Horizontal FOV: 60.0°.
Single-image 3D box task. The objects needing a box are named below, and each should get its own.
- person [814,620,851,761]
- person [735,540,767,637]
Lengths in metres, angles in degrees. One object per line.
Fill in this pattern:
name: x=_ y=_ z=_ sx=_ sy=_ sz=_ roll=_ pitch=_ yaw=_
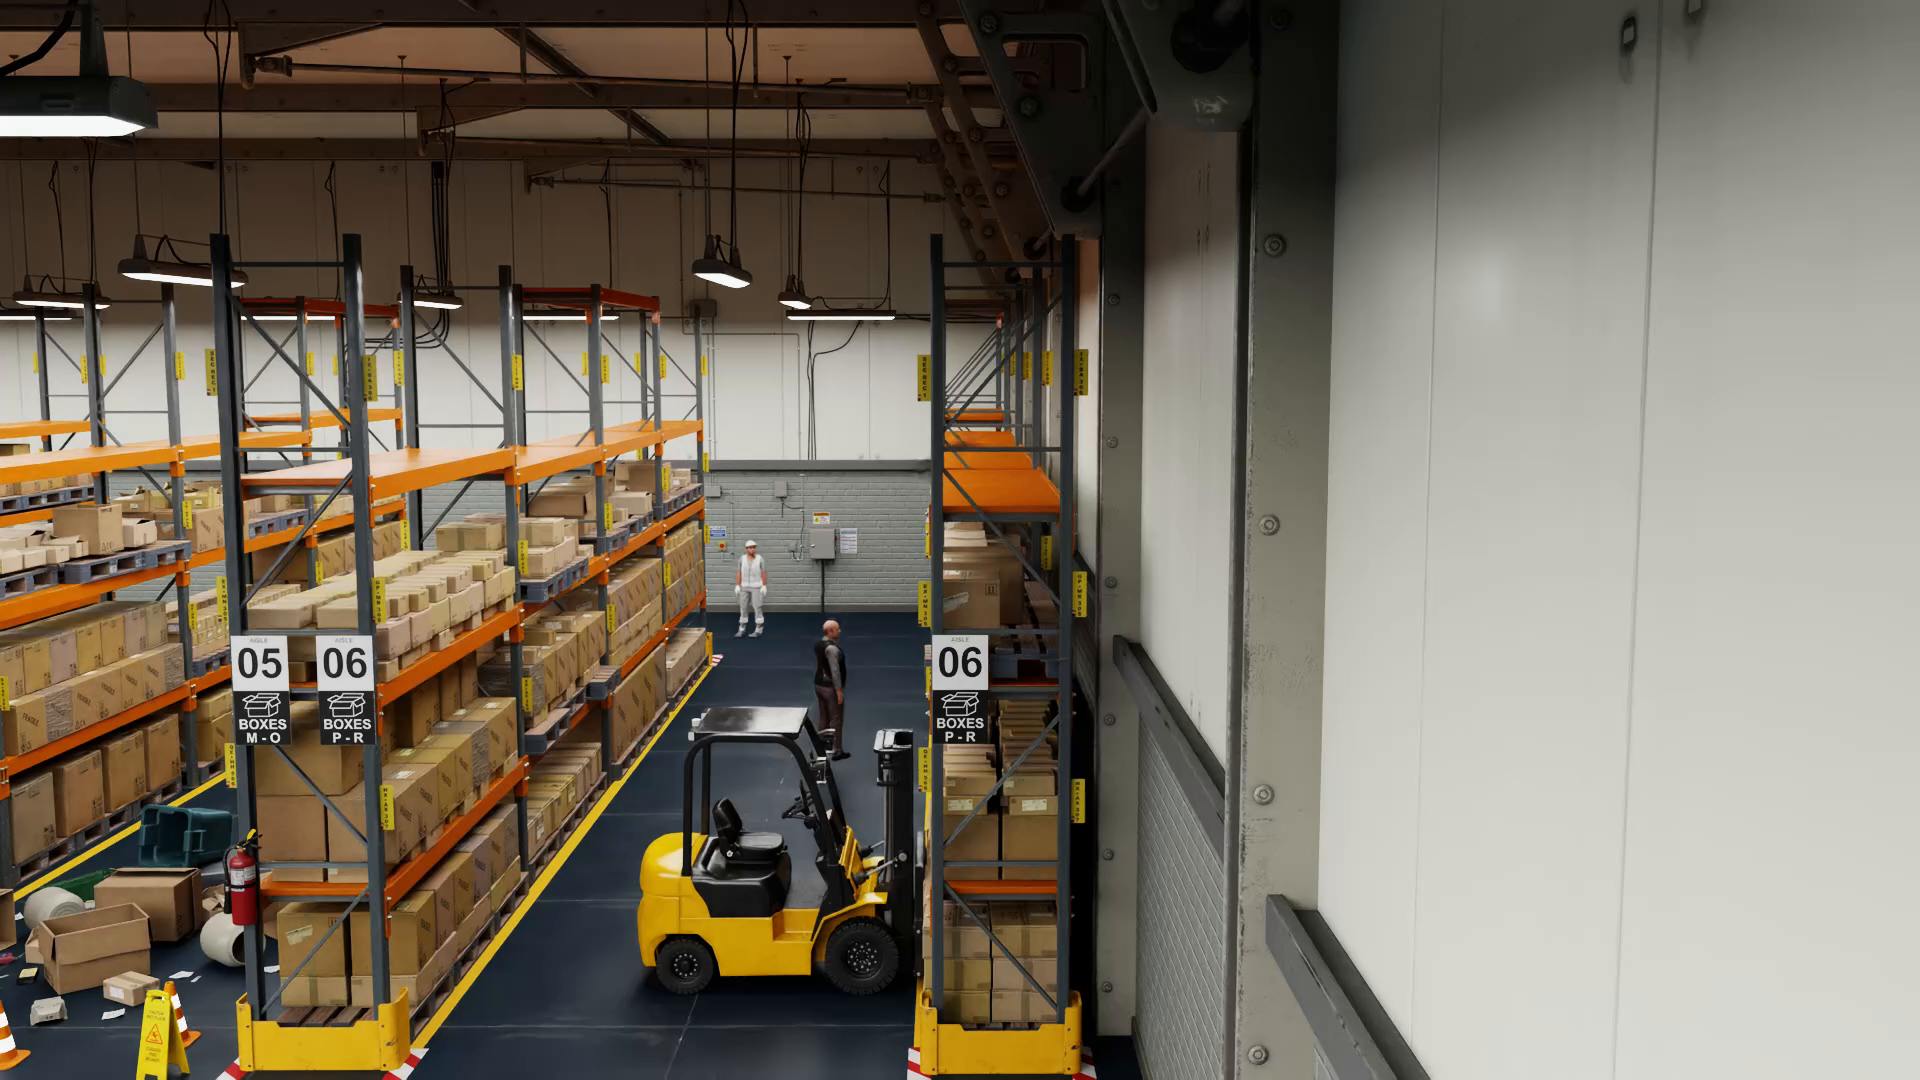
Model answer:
person: x=-1.573 y=1.846 z=20.548 sx=0.417 sy=1.725 sz=0.574 roll=-3 pitch=7 yaw=-29
person: x=-3.839 y=0.894 z=30.609 sx=0.585 sy=1.794 sz=0.416 roll=2 pitch=7 yaw=19
